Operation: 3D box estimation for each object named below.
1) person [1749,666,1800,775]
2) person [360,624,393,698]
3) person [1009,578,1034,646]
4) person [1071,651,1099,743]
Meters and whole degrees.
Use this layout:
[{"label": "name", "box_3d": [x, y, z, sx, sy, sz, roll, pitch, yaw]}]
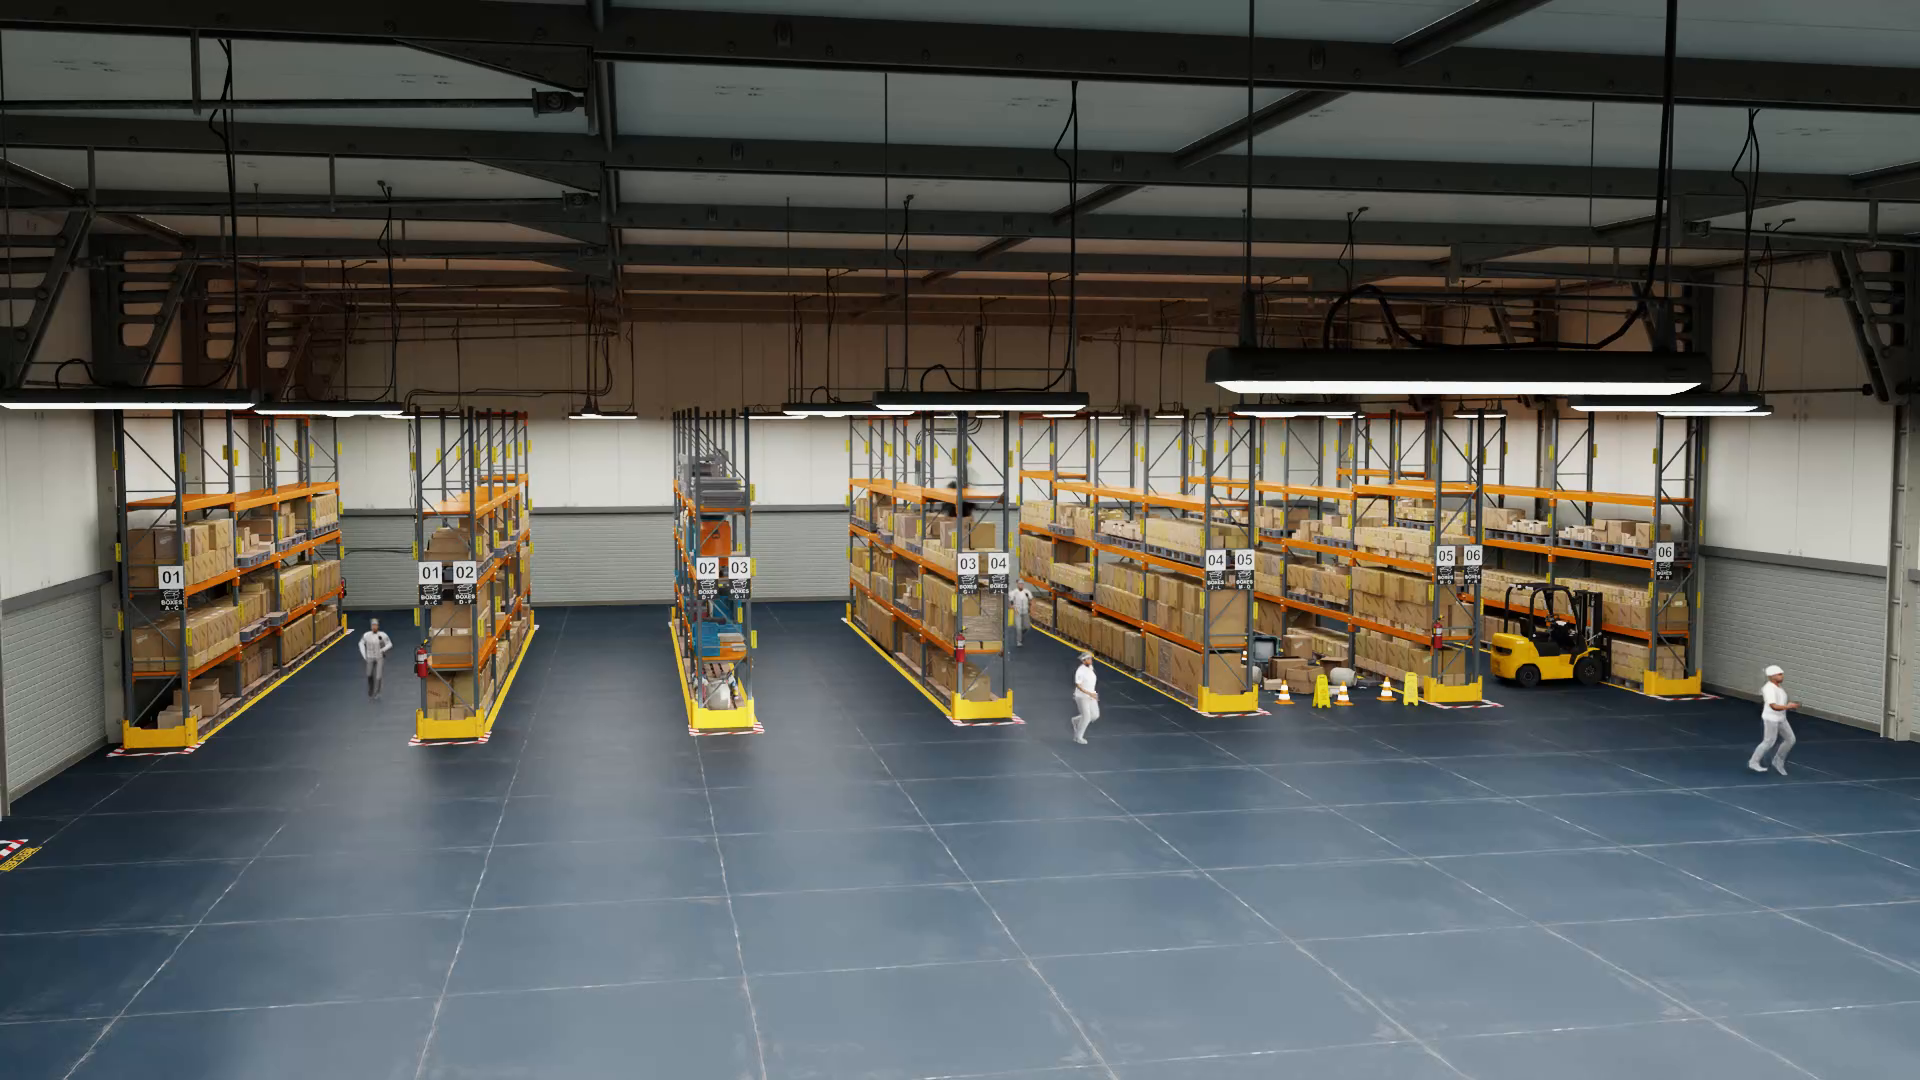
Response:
[{"label": "person", "box_3d": [13.195, 2.898, 26.902, 0.731, 1.740, 0.684, 4, 5, 41]}, {"label": "person", "box_3d": [-12.048, 2.467, 34.244, 0.642, 1.615, 0.532, -1, 4, -10]}, {"label": "person", "box_3d": [1.562, 1.834, 42.421, 0.713, 1.729, 0.584, -1, 4, -12]}, {"label": "person", "box_3d": [2.248, 2.794, 29.692, 0.625, 1.663, 0.598, 3, 5, 36]}]
